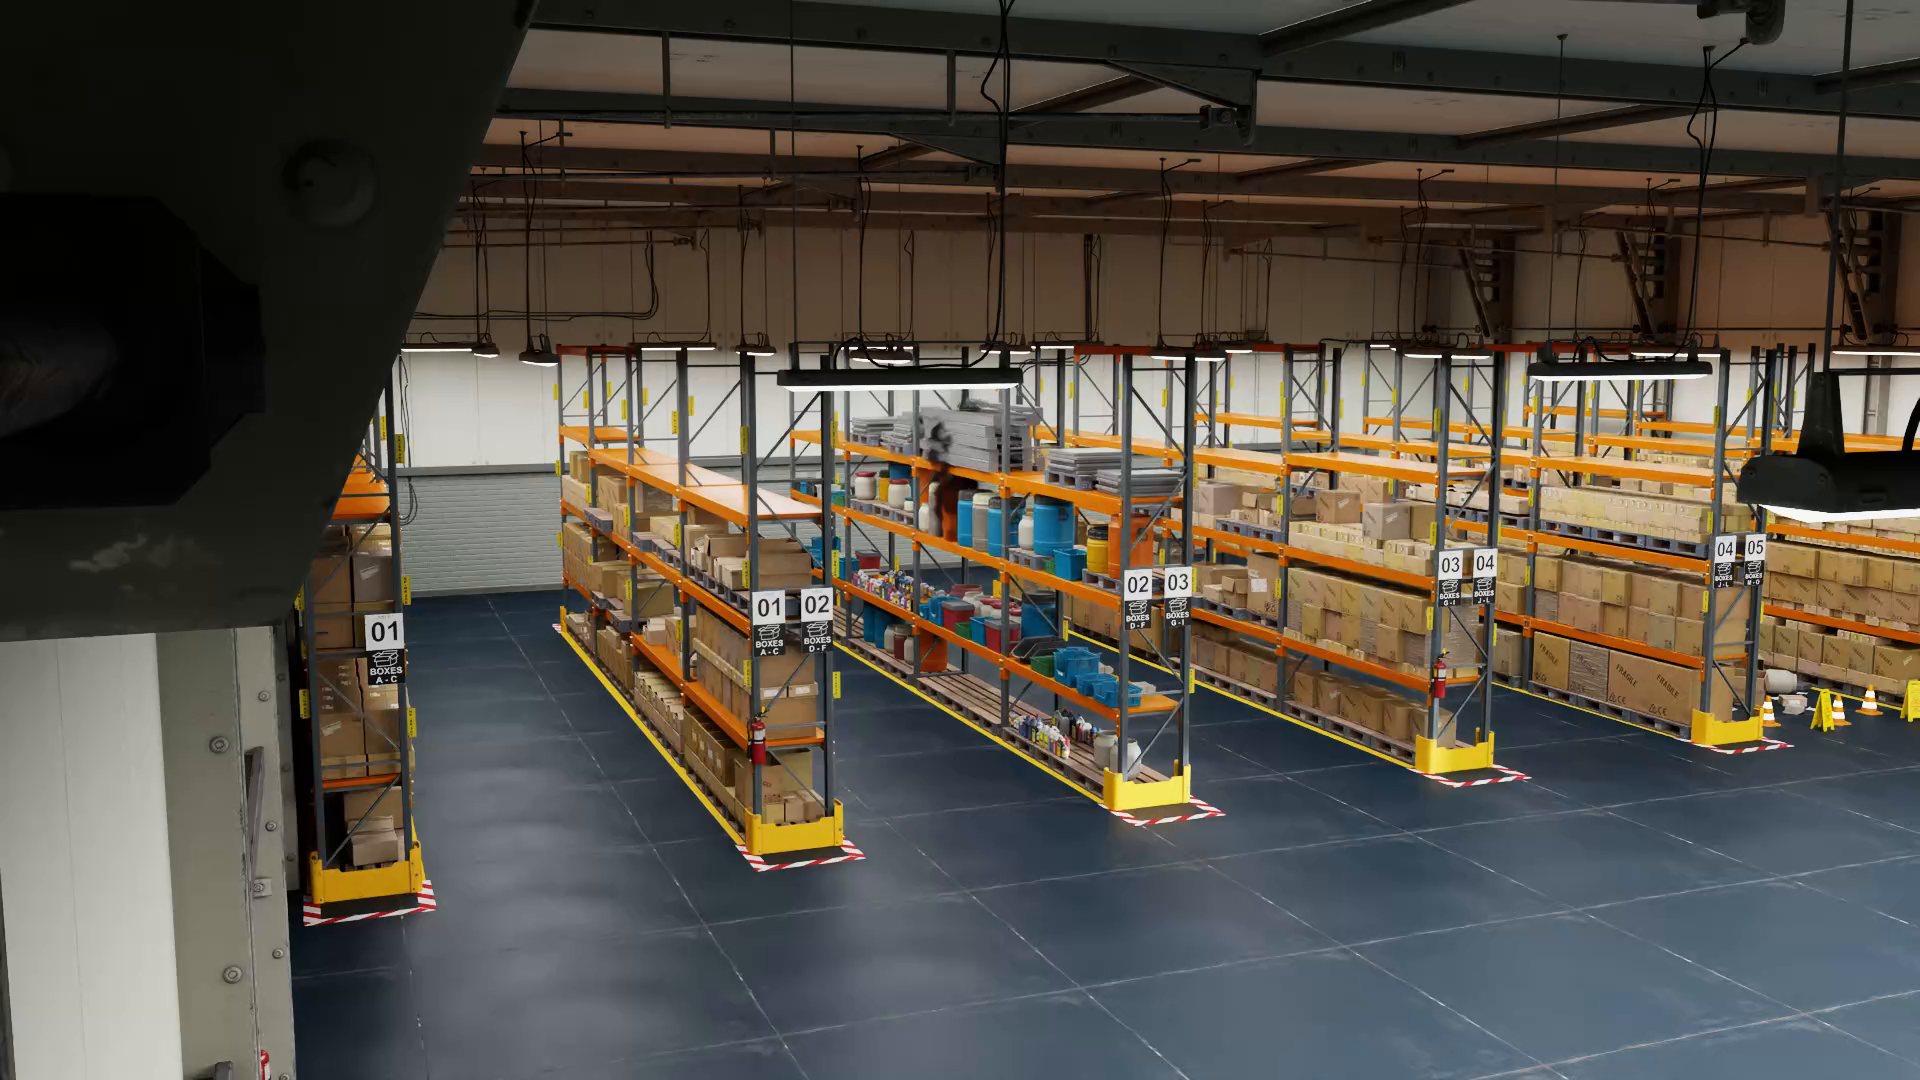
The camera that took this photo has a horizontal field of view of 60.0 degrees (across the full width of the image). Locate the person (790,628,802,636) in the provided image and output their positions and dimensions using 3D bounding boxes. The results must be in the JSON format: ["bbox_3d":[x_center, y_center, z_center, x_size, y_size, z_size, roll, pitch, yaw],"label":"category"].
[{"bbox_3d":[-2.991,1.462,29.667,0.575,1.668,0.611,-5,9,-35],"label":"person"}]
